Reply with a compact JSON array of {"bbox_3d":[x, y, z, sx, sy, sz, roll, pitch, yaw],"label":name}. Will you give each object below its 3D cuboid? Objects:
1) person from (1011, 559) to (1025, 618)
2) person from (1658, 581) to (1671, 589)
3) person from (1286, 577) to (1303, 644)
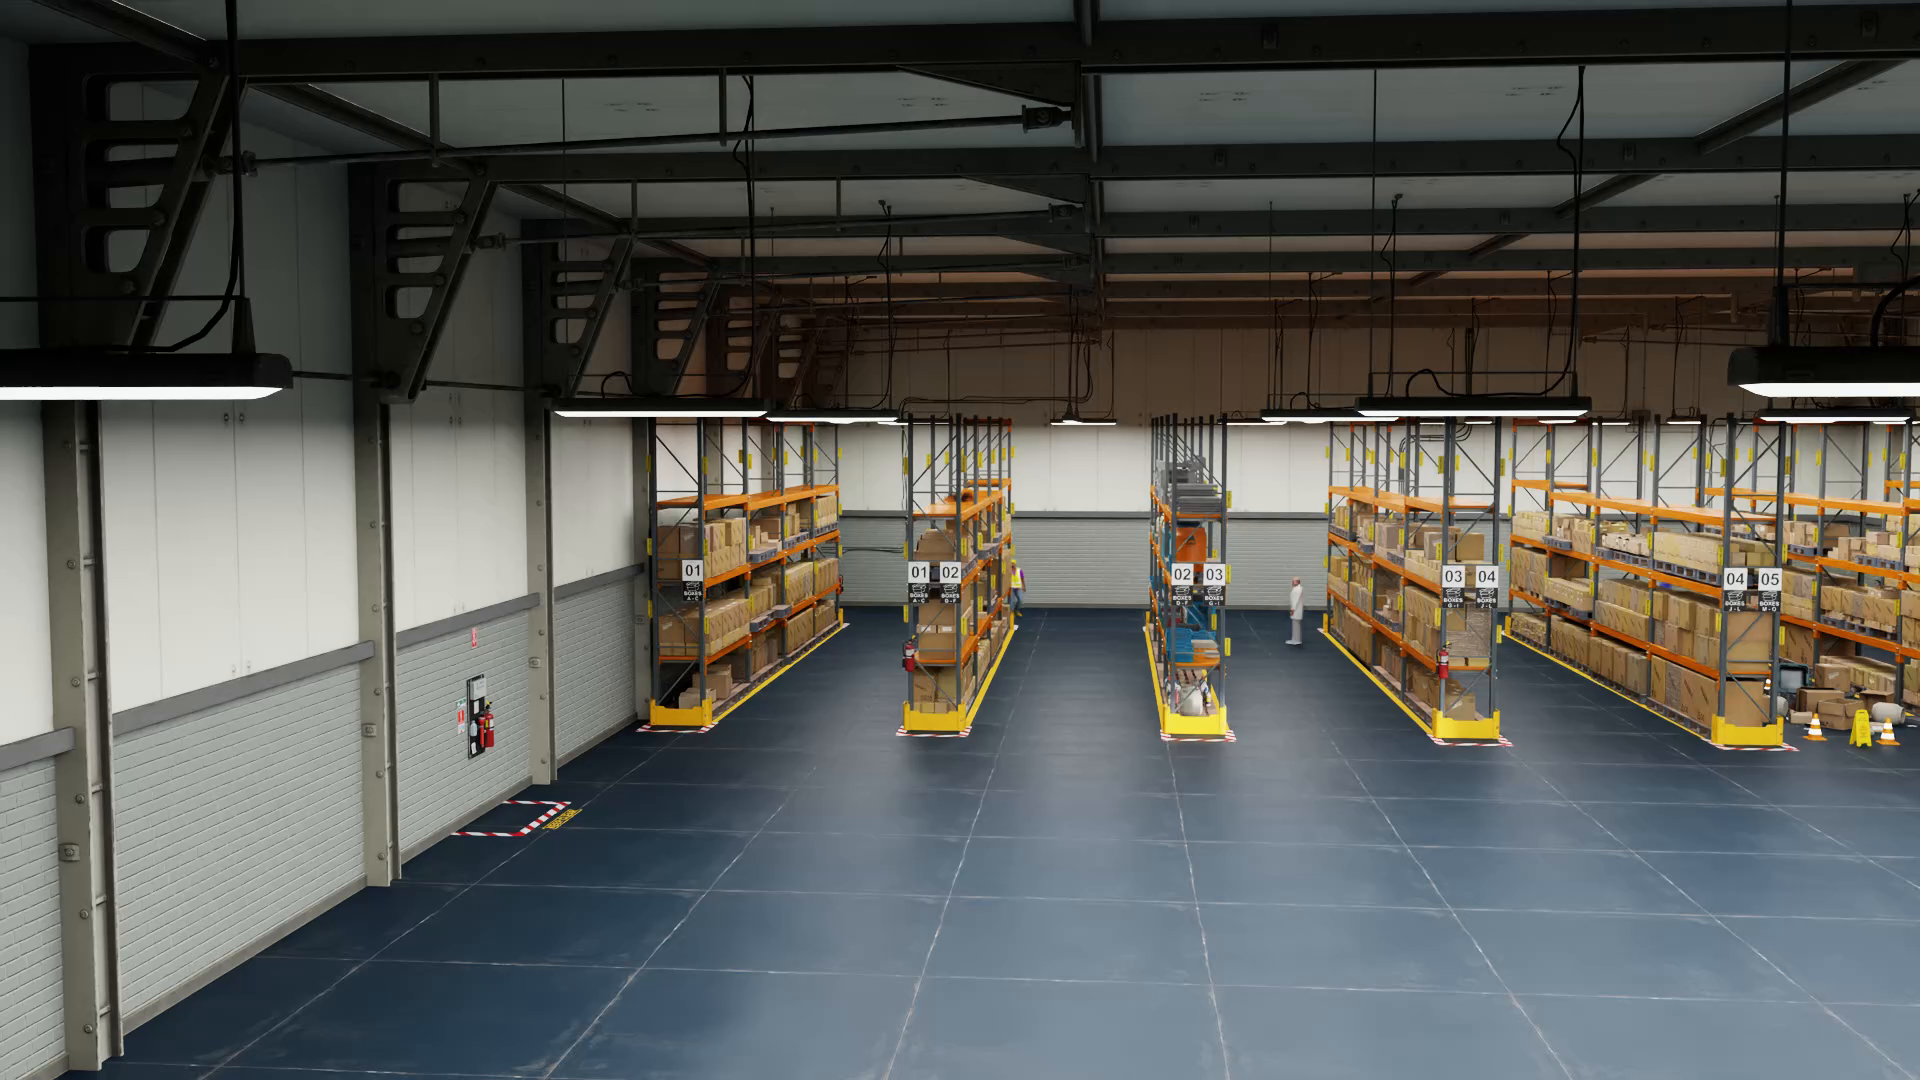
[{"bbox_3d":[1.625,1.461,50.251,0.675,1.765,0.431,-2,4,-22],"label":"person"},{"bbox_3d":[20.285,1.683,47.797,0.775,1.618,0.479,0,4,-3],"label":"person"},{"bbox_3d":[8.846,1.866,43.987,0.428,1.791,0.602,1,4,8],"label":"person"}]
